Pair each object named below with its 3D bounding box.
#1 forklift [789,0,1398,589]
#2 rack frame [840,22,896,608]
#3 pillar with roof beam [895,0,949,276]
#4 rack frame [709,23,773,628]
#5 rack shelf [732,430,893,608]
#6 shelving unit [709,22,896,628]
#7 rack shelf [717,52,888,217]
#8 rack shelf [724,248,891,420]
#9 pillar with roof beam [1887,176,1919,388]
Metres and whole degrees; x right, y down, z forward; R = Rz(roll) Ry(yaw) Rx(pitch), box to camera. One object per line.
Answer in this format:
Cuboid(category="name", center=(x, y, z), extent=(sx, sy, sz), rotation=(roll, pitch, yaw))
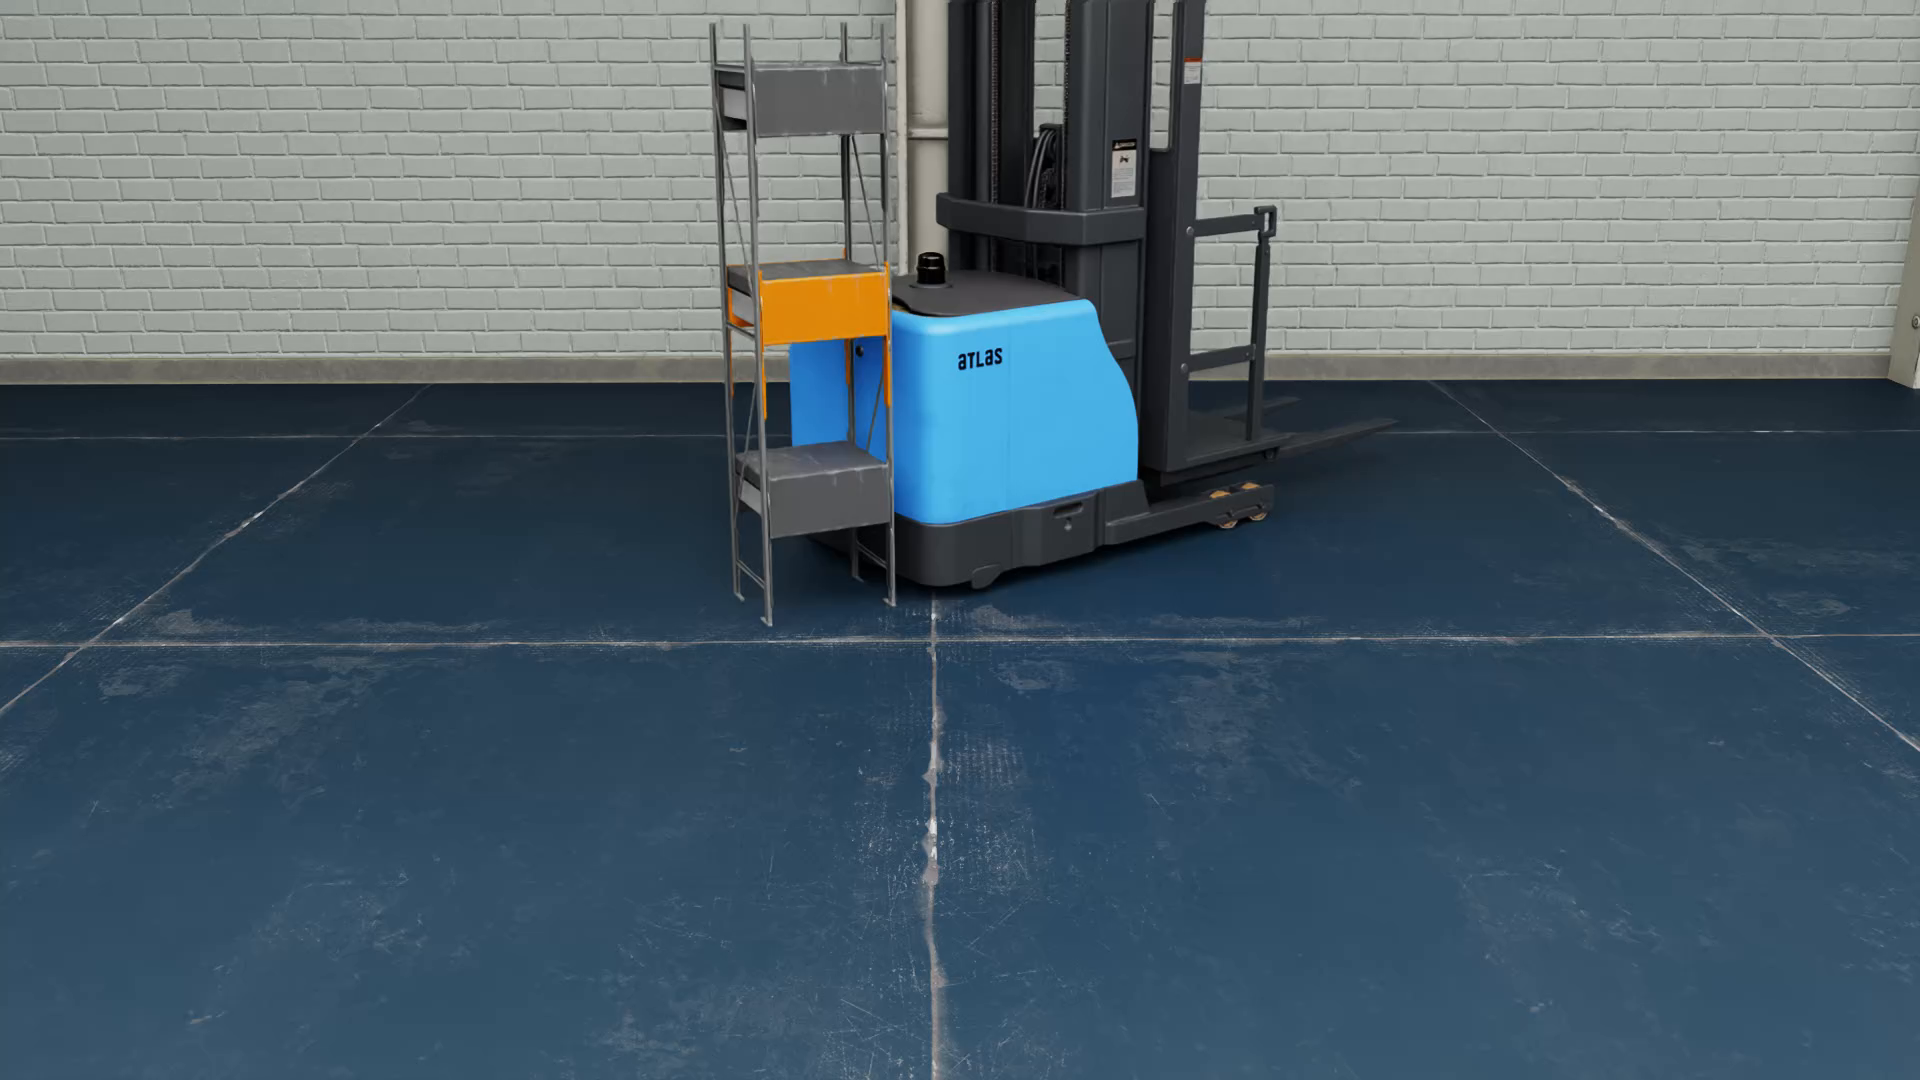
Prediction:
Cuboid(category="forklift", center=(0.756, -1.554, 7.092), extent=(3.031, 2.935, 1.130), rotation=(-14, 22, -37))
Cuboid(category="rack frame", center=(-0.336, -0.800, 6.103), extent=(0.015, 2.100, 0.400), rotation=(-8, 20, -24))
Cuboid(category="pillar with roof beam", center=(-0.092, -3.889, 4.437), extent=(0.400, 9.000, 9.100), rotation=(0, 18, -1))
Cuboid(category="rack frame", center=(-0.776, -0.735, 5.902), extent=(0.015, 2.100, 0.400), rotation=(-8, 20, -24))
Cuboid(category="rack shelf", center=(-0.556, -0.088, 6.220), extent=(0.480, 0.518, 0.431), rotation=(-8, 20, -24))
Cuboid(category="shelving unit", center=(-0.556, -0.767, 6.002), extent=(0.503, 2.100, 0.431), rotation=(-8, 20, -24))
Cuboid(category="rack shelf", center=(-0.556, -1.421, 5.793), extent=(0.480, 0.518, 0.431), rotation=(-8, 20, -24))
Cuboid(category="rack shelf", center=(-0.556, -0.754, 6.006), extent=(0.480, 0.518, 0.431), rotation=(-8, 20, -24))
Cuboid(category="pillar with roof beam", center=(5.907, -3.918, 4.528), extent=(0.400, 9.000, 9.100), rotation=(0, 18, -1))
